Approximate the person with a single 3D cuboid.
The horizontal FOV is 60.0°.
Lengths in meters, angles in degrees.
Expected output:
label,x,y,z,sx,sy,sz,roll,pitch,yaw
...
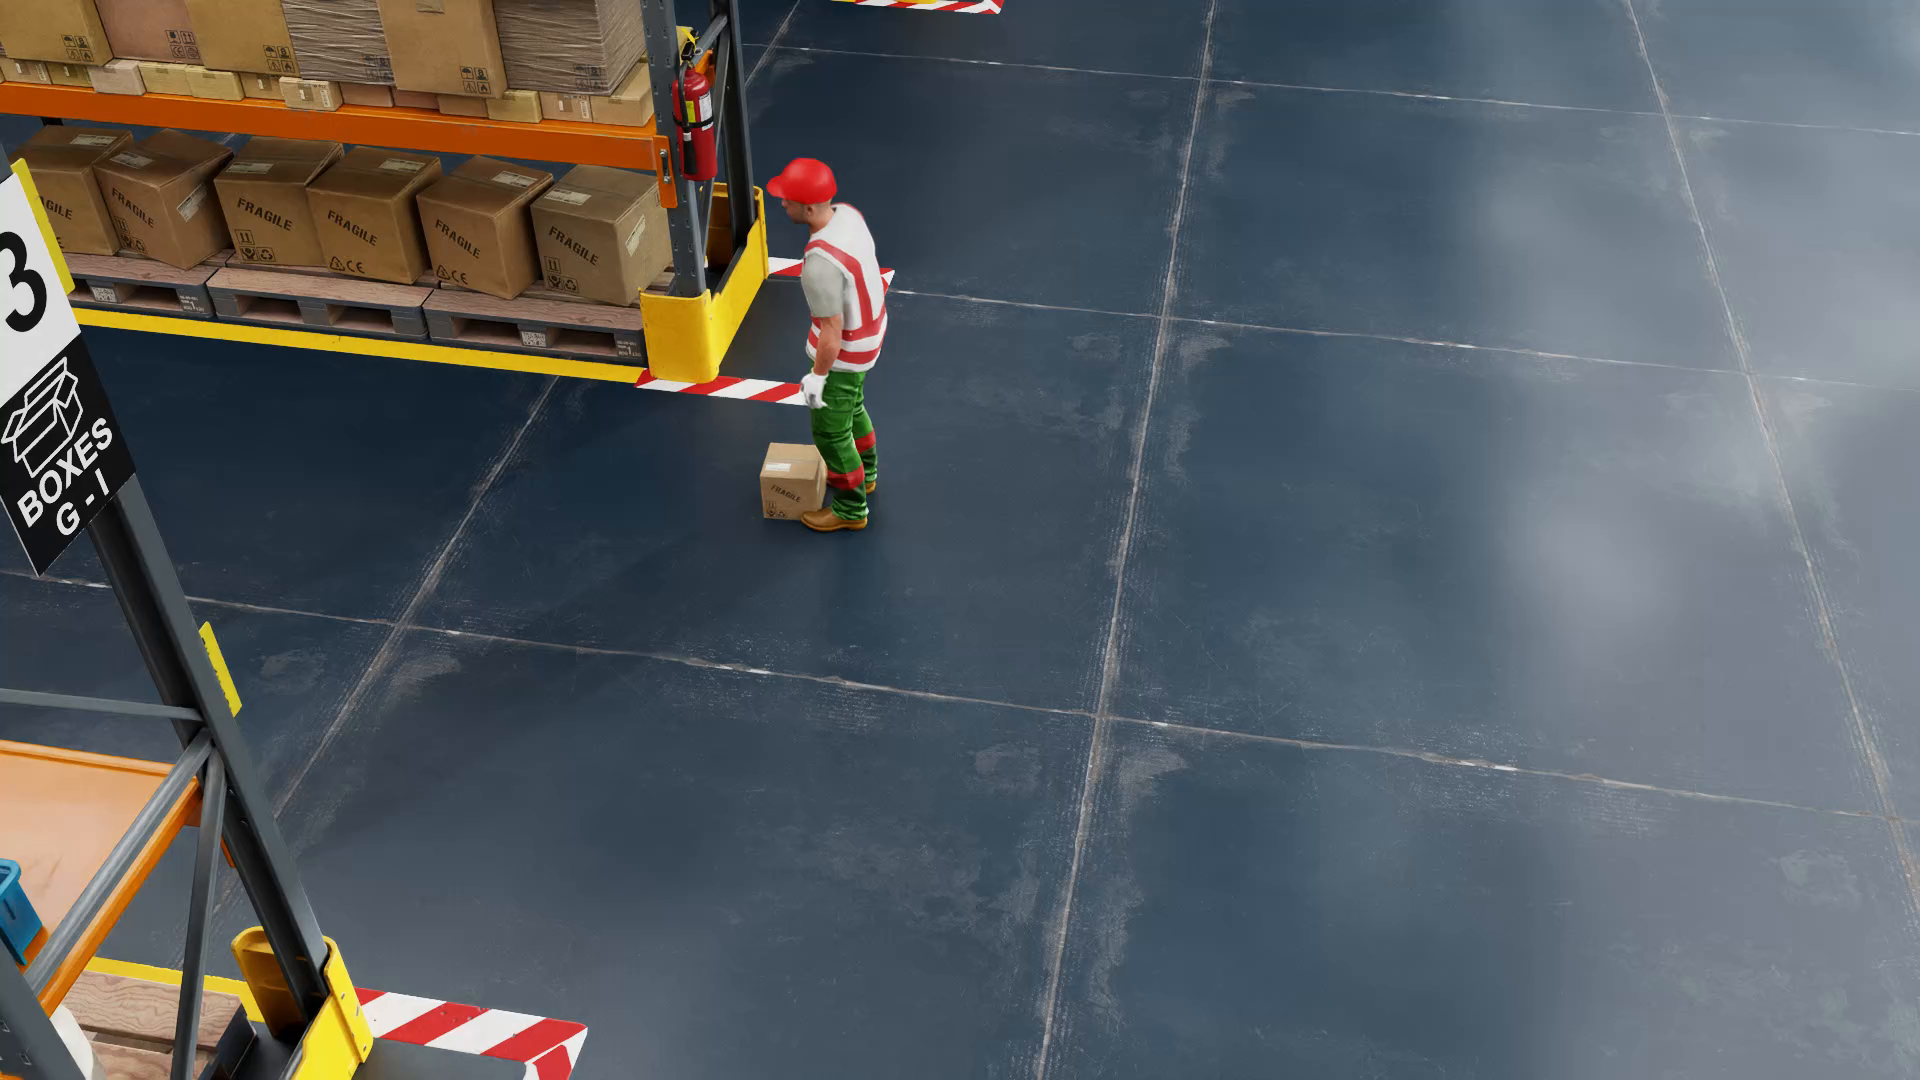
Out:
label,x,y,z,sx,sy,sz,roll,pitch,yaw
person,-0.543,-0.824,7.120,0.452,1.779,0.608,6,41,7
